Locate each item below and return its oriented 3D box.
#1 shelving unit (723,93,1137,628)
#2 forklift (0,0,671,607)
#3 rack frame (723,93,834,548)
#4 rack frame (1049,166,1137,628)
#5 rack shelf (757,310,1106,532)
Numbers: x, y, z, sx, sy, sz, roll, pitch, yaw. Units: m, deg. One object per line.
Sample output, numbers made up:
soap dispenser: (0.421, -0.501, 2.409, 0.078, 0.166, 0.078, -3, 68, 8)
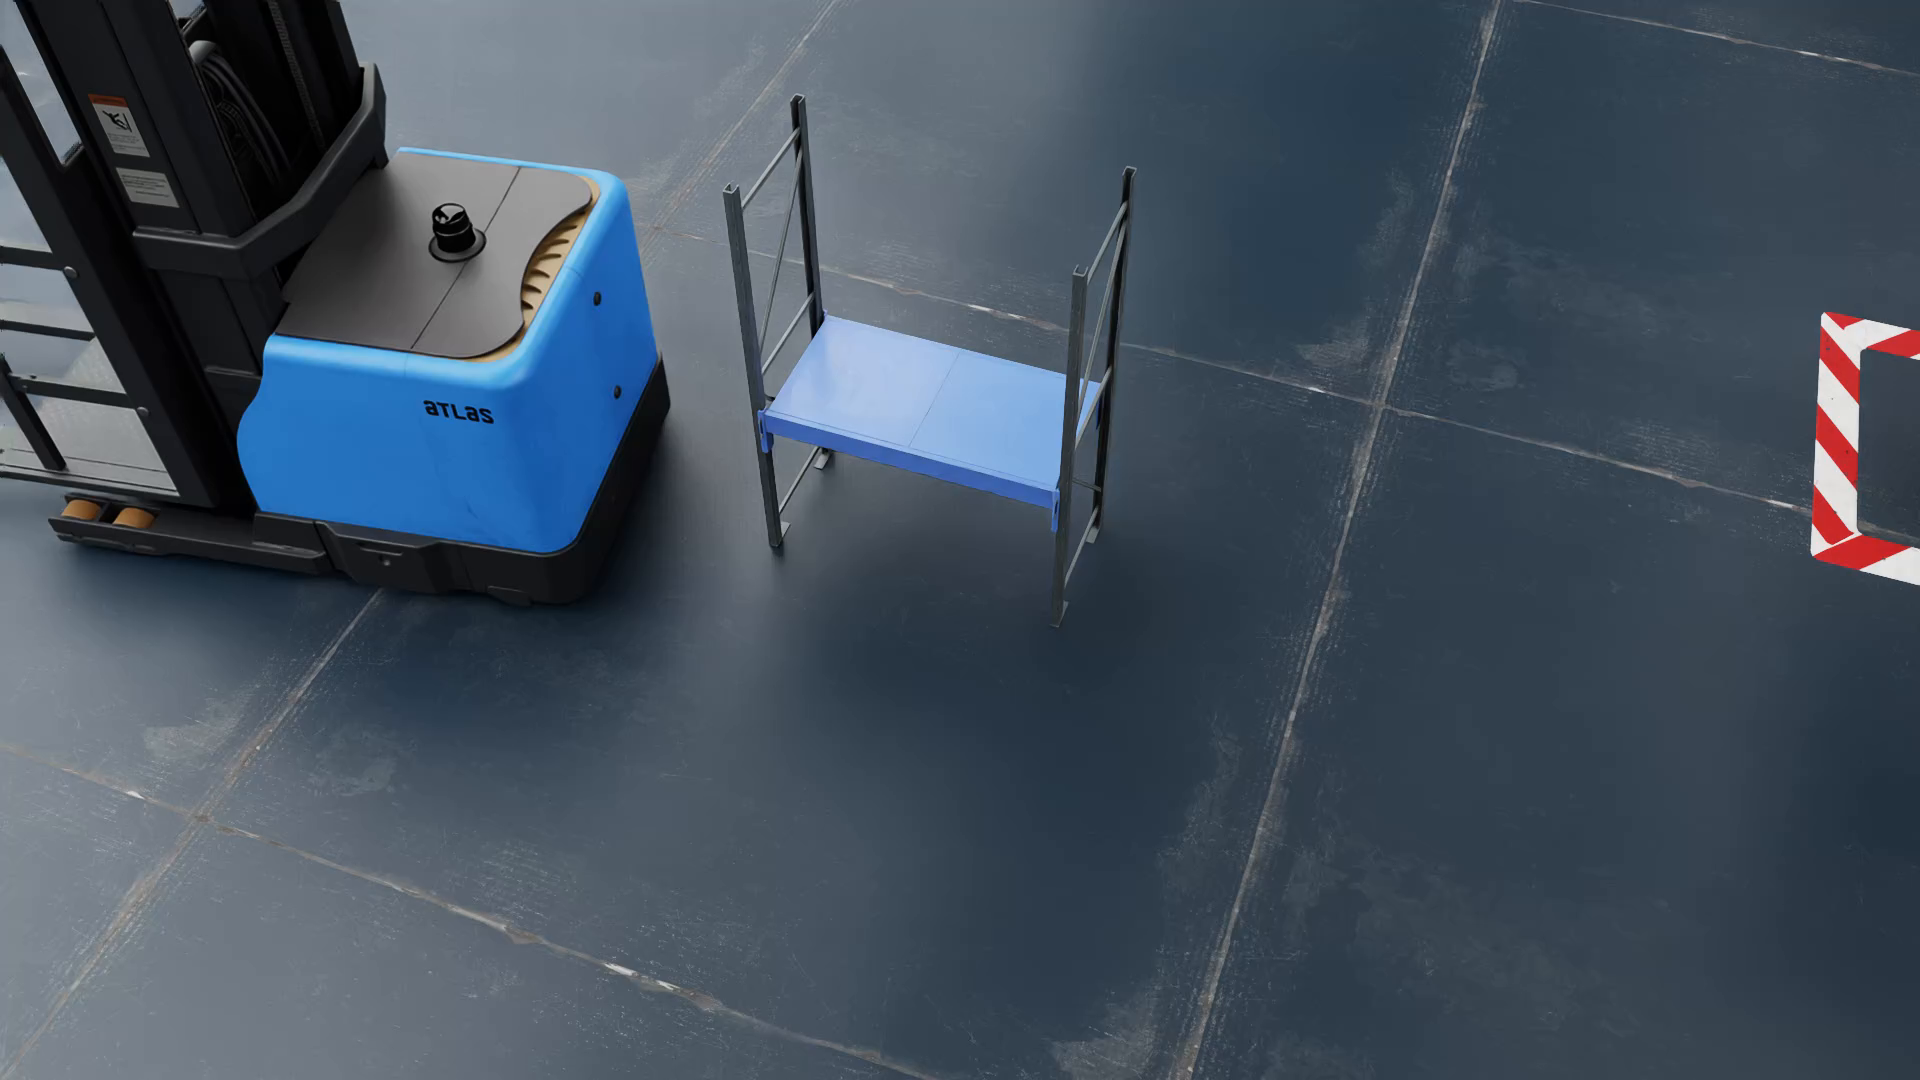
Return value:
shelving unit: (-0.080, -0.514, 5.203, 1.048, 1.500, 0.538, 16, 51, 13)
forklift: (-2.627, -1.295, 4.933, 3.031, 2.935, 1.130, 8, 50, 7)
rack frame: (-0.557, -0.647, 5.318, 0.032, 1.500, 0.500, 16, 51, 13)
rack frame: (0.397, -0.380, 5.087, 0.032, 1.500, 0.500, 16, 51, 13)
rack shelf: (-0.080, -0.396, 5.339, 1.000, 0.185, 0.538, 16, 51, 13)
